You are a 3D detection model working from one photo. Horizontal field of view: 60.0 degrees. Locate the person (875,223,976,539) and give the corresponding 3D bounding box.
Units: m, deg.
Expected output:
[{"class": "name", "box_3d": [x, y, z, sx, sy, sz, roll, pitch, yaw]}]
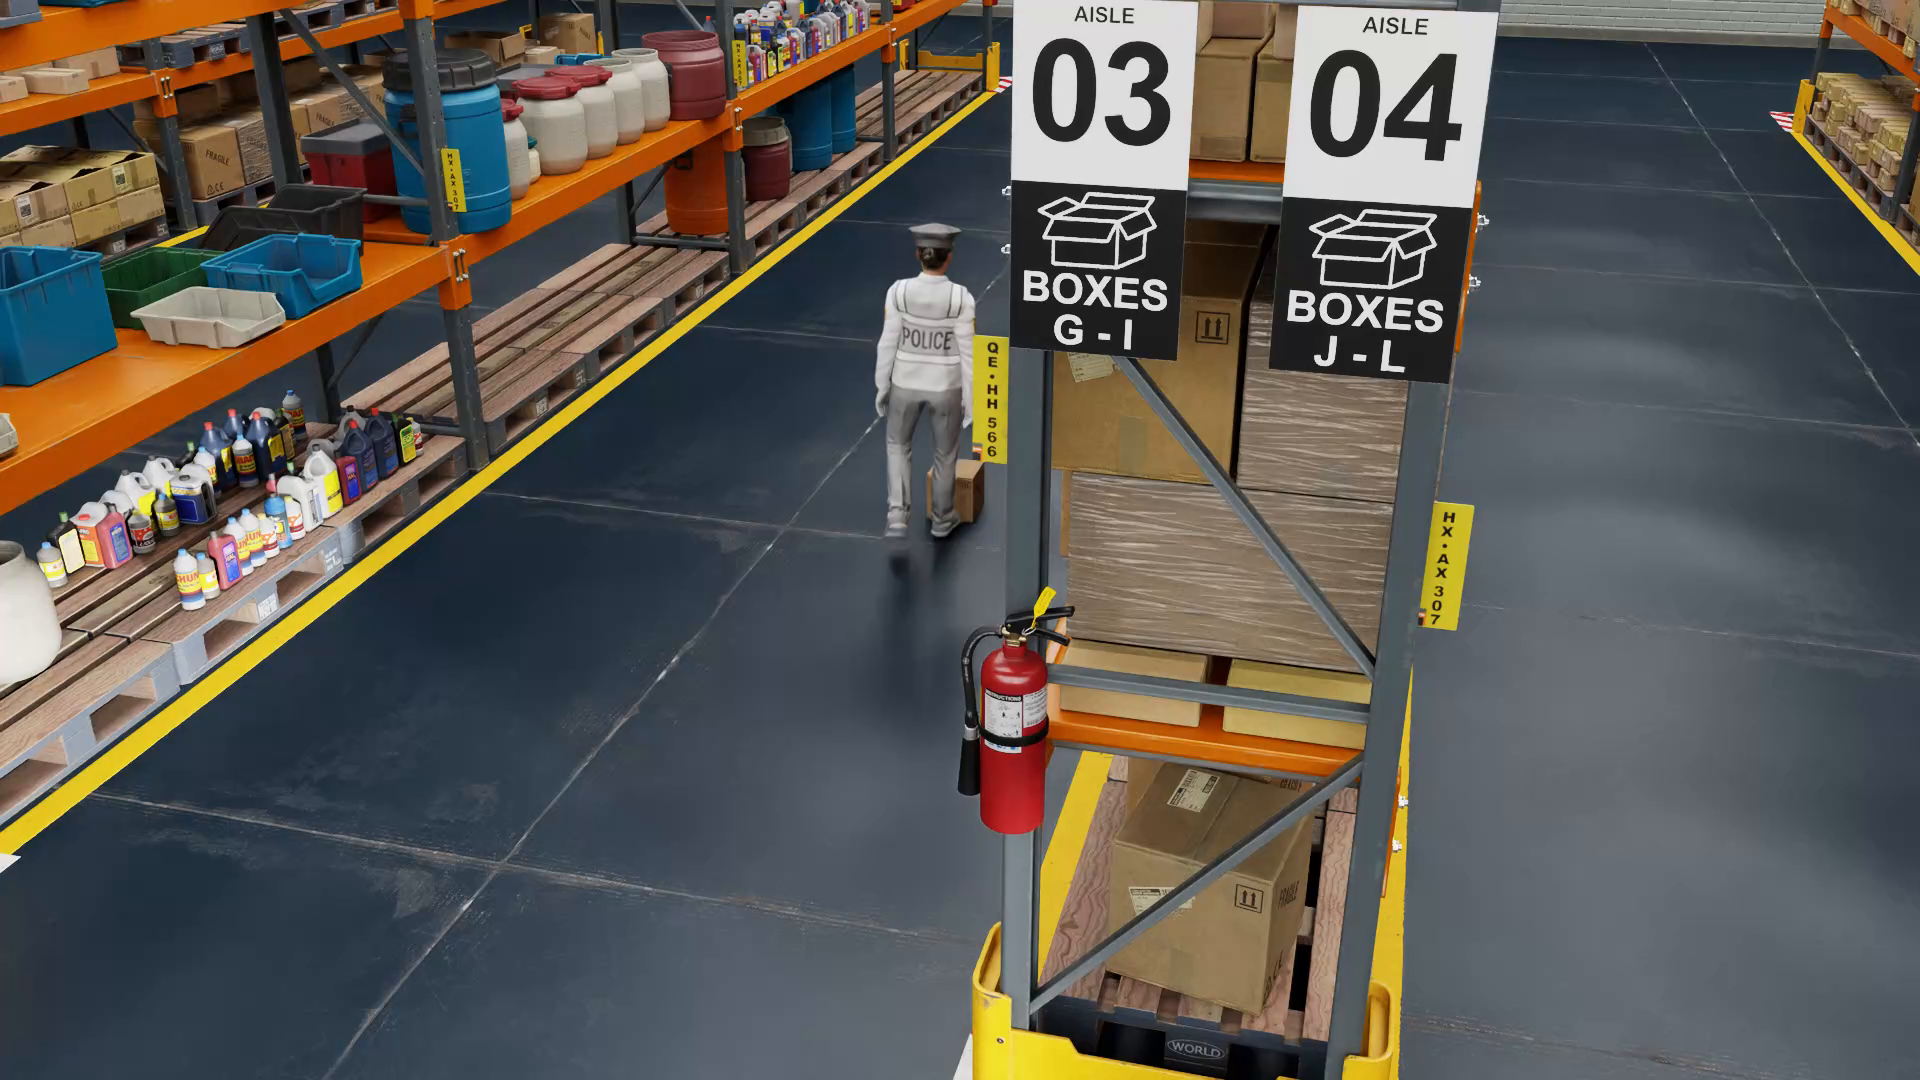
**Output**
[{"class": "person", "box_3d": [-0.148, -0.743, 8.120, 0.514, 1.652, 0.620, 3, 26, 6]}]
